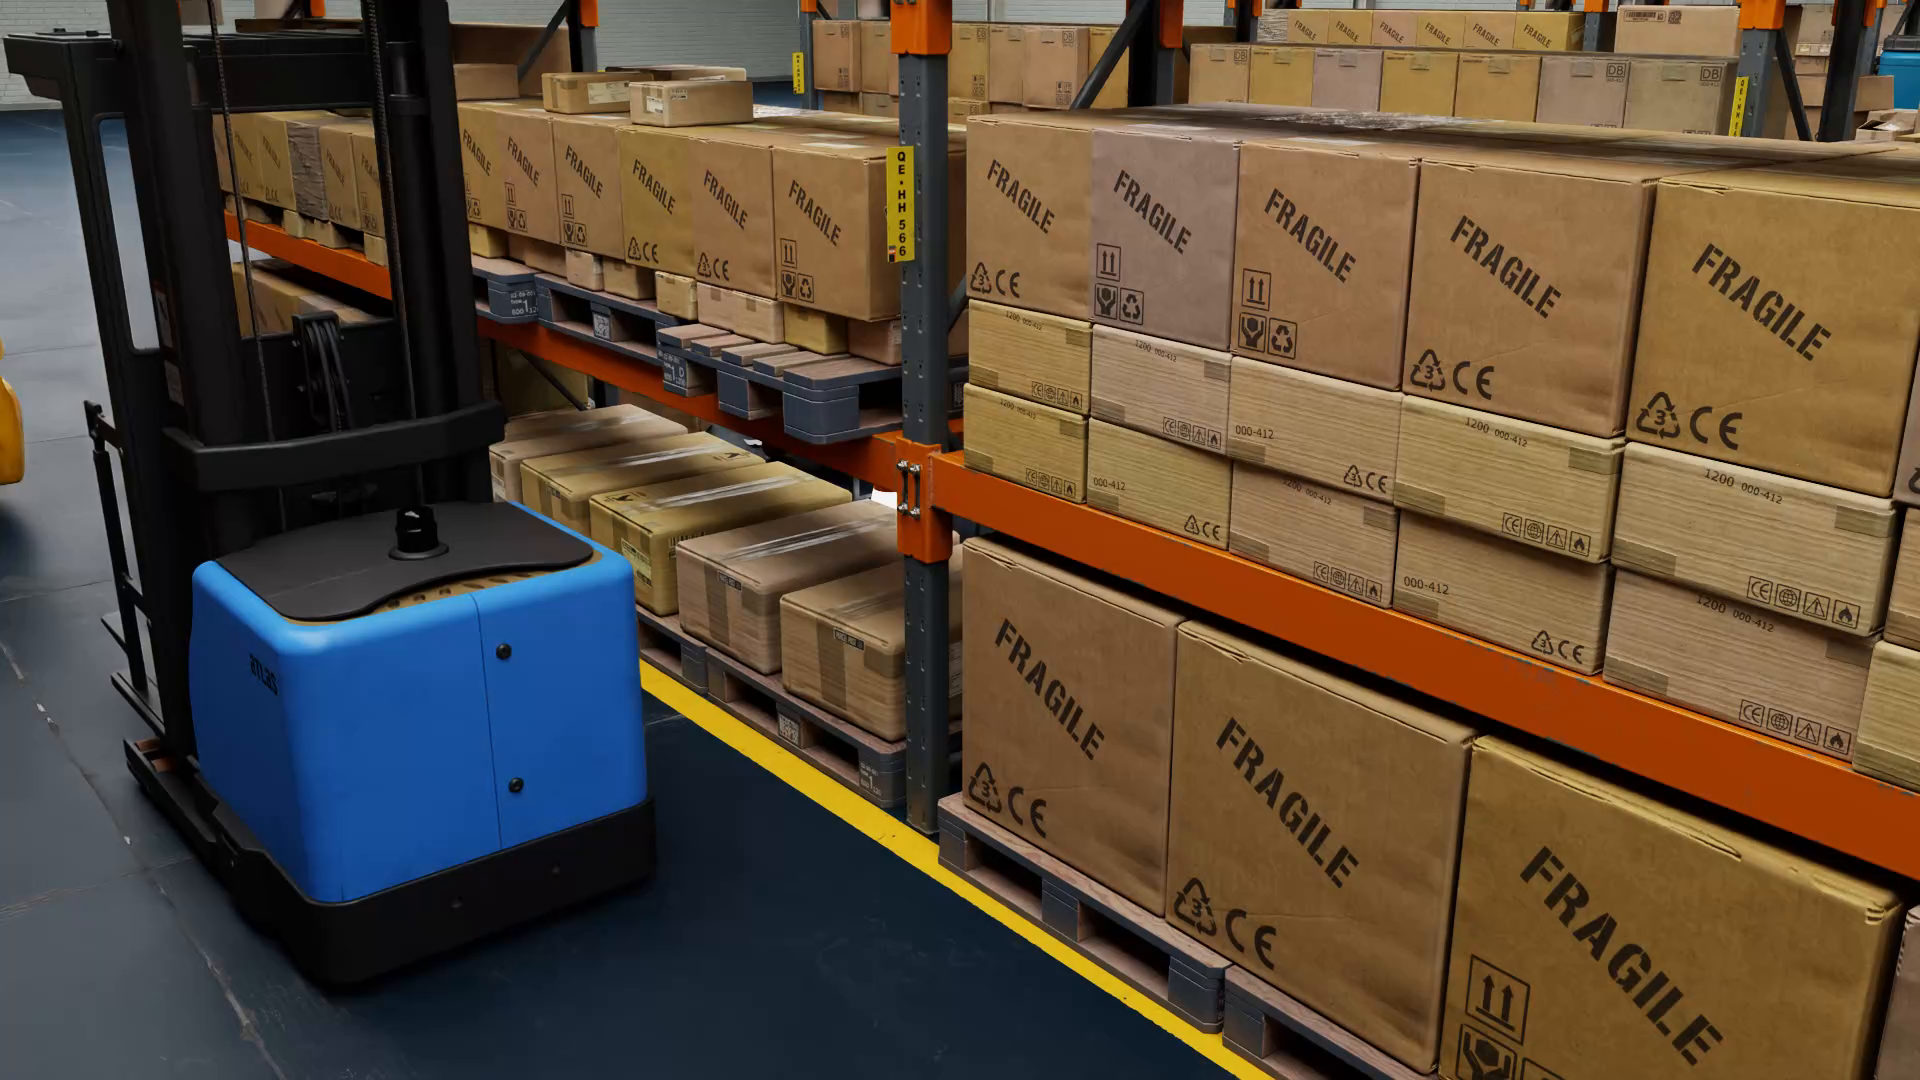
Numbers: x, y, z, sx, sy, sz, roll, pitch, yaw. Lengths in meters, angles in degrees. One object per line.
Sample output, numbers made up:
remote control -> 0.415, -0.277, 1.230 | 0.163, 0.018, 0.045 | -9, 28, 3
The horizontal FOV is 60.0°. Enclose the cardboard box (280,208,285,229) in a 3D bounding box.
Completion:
cardboard box -> -3.738, -1.898, 9.721 | 0.380, 0.149, 0.250 | -15, 23, -38

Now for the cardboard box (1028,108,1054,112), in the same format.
cardboard box -> 0.988, -2.831, 11.901 | 0.875, 0.550, 0.550 | -14, 23, -36

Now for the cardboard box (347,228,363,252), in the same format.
cardboard box -> -3.075, -1.653, 8.983 | 0.380, 0.149, 0.250 | -14, 23, -37

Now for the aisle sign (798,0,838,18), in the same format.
aisle sign -> -1.177, -4.719, 13.705 | 0.394, 0.787, 0.004 | -14, 23, -36

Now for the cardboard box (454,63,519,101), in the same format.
cardboard box -> -2.217, -2.060, 7.480 | 0.380, 0.149, 0.250 | -14, 23, -36

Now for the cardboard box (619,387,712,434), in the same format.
cardboard box -> -1.831, -0.893, 10.260 | 0.500, 0.500, 0.500 | 1, 18, 2

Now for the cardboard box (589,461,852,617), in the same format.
cardboard box -> -1.022, -0.025, 7.177 | 0.950, 0.372, 0.625 | -13, 22, -34

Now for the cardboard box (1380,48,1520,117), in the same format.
cardboard box -> 2.845, -2.565, 9.588 | 0.700, 0.500, 0.500 | -14, 23, -37

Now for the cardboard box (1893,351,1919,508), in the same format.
cardboard box -> 1.934, -0.287, 2.707 | 0.500, 0.500, 0.500 | -13, 23, -35

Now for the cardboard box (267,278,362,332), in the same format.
cardboard box -> -3.783, -1.273, 9.948 | 0.500, 0.500, 0.500 | -13, 23, -35

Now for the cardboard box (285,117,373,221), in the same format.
cardboard box -> -3.354, -2.051, 9.153 | 0.500, 0.500, 0.500 | -13, 22, -35

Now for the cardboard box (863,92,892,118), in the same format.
cardboard box -> -0.274, -3.383, 13.569 | 0.875, 0.550, 0.550 | -14, 23, -36

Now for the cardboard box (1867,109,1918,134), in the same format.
cardboard box -> 7.159, -3.084, 12.473 | 0.500, 0.250, 0.500 | -15, 23, -38

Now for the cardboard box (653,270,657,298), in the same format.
cardboard box -> -0.940, -0.999, 6.338 | 0.380, 0.149, 0.250 | -14, 23, -36

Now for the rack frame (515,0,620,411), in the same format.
rack frame -> -2.232, -1.549, 8.268 | 1.000, 3.000, 0.127 | -14, 23, -36

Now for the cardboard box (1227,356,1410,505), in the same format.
cardboard box -> 0.992, -0.304, 3.951 | 0.500, 0.250, 0.500 | -14, 23, -36

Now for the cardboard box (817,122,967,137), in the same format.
cardboard box -> -0.176, -1.234, 6.018 | 0.500, 0.500, 0.500 | -13, 22, -33

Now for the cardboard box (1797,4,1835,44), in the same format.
cardboard box -> 11.464, -6.806, 21.920 | 0.700, 0.500, 0.500 | -15, 23, -38

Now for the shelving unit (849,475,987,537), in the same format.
shelving unit -> -0.042, -0.740, 8.188 | 0.538, 1.500, 1.048 | -14, 24, -37

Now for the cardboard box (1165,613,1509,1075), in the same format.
cardboard box -> 1.166, 0.653, 4.331 | 0.875, 0.875, 0.875 | -14, 23, -35

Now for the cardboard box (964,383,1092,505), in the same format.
cardboard box -> 0.358, -0.322, 4.803 | 0.500, 0.250, 0.500 | -14, 23, -37

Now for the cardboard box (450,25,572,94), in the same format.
cardboard box -> -2.335, -2.363, 8.504 | 0.700, 0.500, 0.500 | -14, 23, -37

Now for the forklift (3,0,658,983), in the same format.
forklift -> -2.255, -0.579, 5.450 | 1.130, 2.935, 3.031 | -15, 23, -37

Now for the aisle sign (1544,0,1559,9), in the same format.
aisle sign -> 7.123, -6.745, 19.826 | 0.394, 0.787, 0.004 | -14, 23, -36

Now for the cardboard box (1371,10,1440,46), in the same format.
cardboard box -> 4.112, -4.574, 15.181 | 0.500, 0.500, 0.500 | -14, 23, -36

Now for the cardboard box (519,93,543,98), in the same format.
cardboard box -> -1.765, -1.868, 7.931 | 0.500, 0.500, 0.500 | -14, 23, -37

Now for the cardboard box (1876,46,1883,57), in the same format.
cardboard box -> 11.849, -6.239, 21.241 | 0.380, 0.149, 0.250 | -14, 23, -36

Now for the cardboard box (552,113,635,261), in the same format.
cardboard box -> -1.231, -1.393, 6.498 | 0.500, 0.500, 0.500 | -15, 24, -38

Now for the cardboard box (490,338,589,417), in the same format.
cardboard box -> -2.387, -0.997, 9.115 | 0.500, 0.500, 0.500 | -13, 22, -34

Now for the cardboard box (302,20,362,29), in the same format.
cardboard box -> -3.522, -2.883, 10.074 | 0.700, 0.500, 0.500 | -14, 23, -37

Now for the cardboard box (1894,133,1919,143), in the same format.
cardboard box -> 4.733, -1.886, 8.070 | 0.380, 0.149, 0.250 | -15, 24, -38

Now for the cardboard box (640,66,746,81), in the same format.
cardboard box -> -1.142, -1.945, 7.132 | 0.380, 0.149, 0.250 | -15, 24, -38

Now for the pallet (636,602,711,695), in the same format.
pallet -> -0.986, 0.267, 7.220 | 1.003, 0.211, 1.213 | -14, 23, -36

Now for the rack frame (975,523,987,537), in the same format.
rack frame -> 0.280, -0.610, 7.818 | 0.500, 1.500, 0.032 | -14, 24, -37

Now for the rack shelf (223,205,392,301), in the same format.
rack shelf -> -3.474, -1.700, 9.870 | 1.077, 0.370, 4.000 | -14, 23, -36

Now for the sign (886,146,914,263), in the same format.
sign -> -0.168, -0.967, 4.795 | 0.100, 0.325, 0.005 | -14, 23, -36

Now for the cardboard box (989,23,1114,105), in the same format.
cardboard box -> 0.723, -3.494, 12.186 | 0.875, 0.550, 0.550 | -14, 23, -36

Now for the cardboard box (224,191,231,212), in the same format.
cardboard box -> -4.398, -2.151, 10.485 | 0.380, 0.149, 0.250 | -15, 23, -38

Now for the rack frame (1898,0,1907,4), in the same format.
rack frame -> 14.701, -7.369, 25.845 | 1.000, 3.000, 0.127 | -14, 23, -36

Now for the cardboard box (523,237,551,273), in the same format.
cardboard box -> -1.626, -1.241, 7.071 | 0.380, 0.149, 0.250 | -14, 23, -35

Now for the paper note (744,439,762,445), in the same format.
paper note -> -1.224, -0.603, 10.135 | 0.148, 0.019, 0.142 | -14, 23, -36

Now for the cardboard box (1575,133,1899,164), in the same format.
cardboard box -> 1.714, -0.634, 3.757 | 0.500, 0.500, 0.500 | -14, 23, -37

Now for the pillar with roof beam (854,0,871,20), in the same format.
pillar with roof beam -> -6.187, -16.765, 44.678 | 9.100, 9.000, 0.400 | -14, 23, -36

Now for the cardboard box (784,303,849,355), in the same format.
cardboard box -> -0.360, -0.730, 5.527 | 0.380, 0.149, 0.250 | -14, 23, -35

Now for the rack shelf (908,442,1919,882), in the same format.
rack shelf -> 1.493, 0.271, 3.917 | 1.077, 0.370, 4.000 | -14, 23, -36

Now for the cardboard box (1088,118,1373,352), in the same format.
cardboard box -> 0.681, -0.796, 4.244 | 0.500, 0.500, 0.500 | -14, 23, -36

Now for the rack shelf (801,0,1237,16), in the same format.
rack shelf -> 0.344, -4.115, 12.391 | 1.077, 0.370, 4.000 | -14, 23, -36

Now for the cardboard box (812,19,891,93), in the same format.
cardboard box -> -0.698, -4.010, 13.746 | 0.875, 0.550, 0.550 | -14, 23, -36

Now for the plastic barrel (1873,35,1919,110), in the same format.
plastic barrel -> 9.421, -4.533, 16.484 | 0.600, 0.901, 0.708 | -14, 23, -36

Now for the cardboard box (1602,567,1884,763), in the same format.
cardboard box -> 1.645, 0.178, 3.290 | 0.500, 0.250, 0.500 | -15, 23, -38

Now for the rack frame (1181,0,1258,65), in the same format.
rack frame -> 1.585, -2.540, 11.261 | 1.000, 3.000, 0.127 | -14, 23, -36
